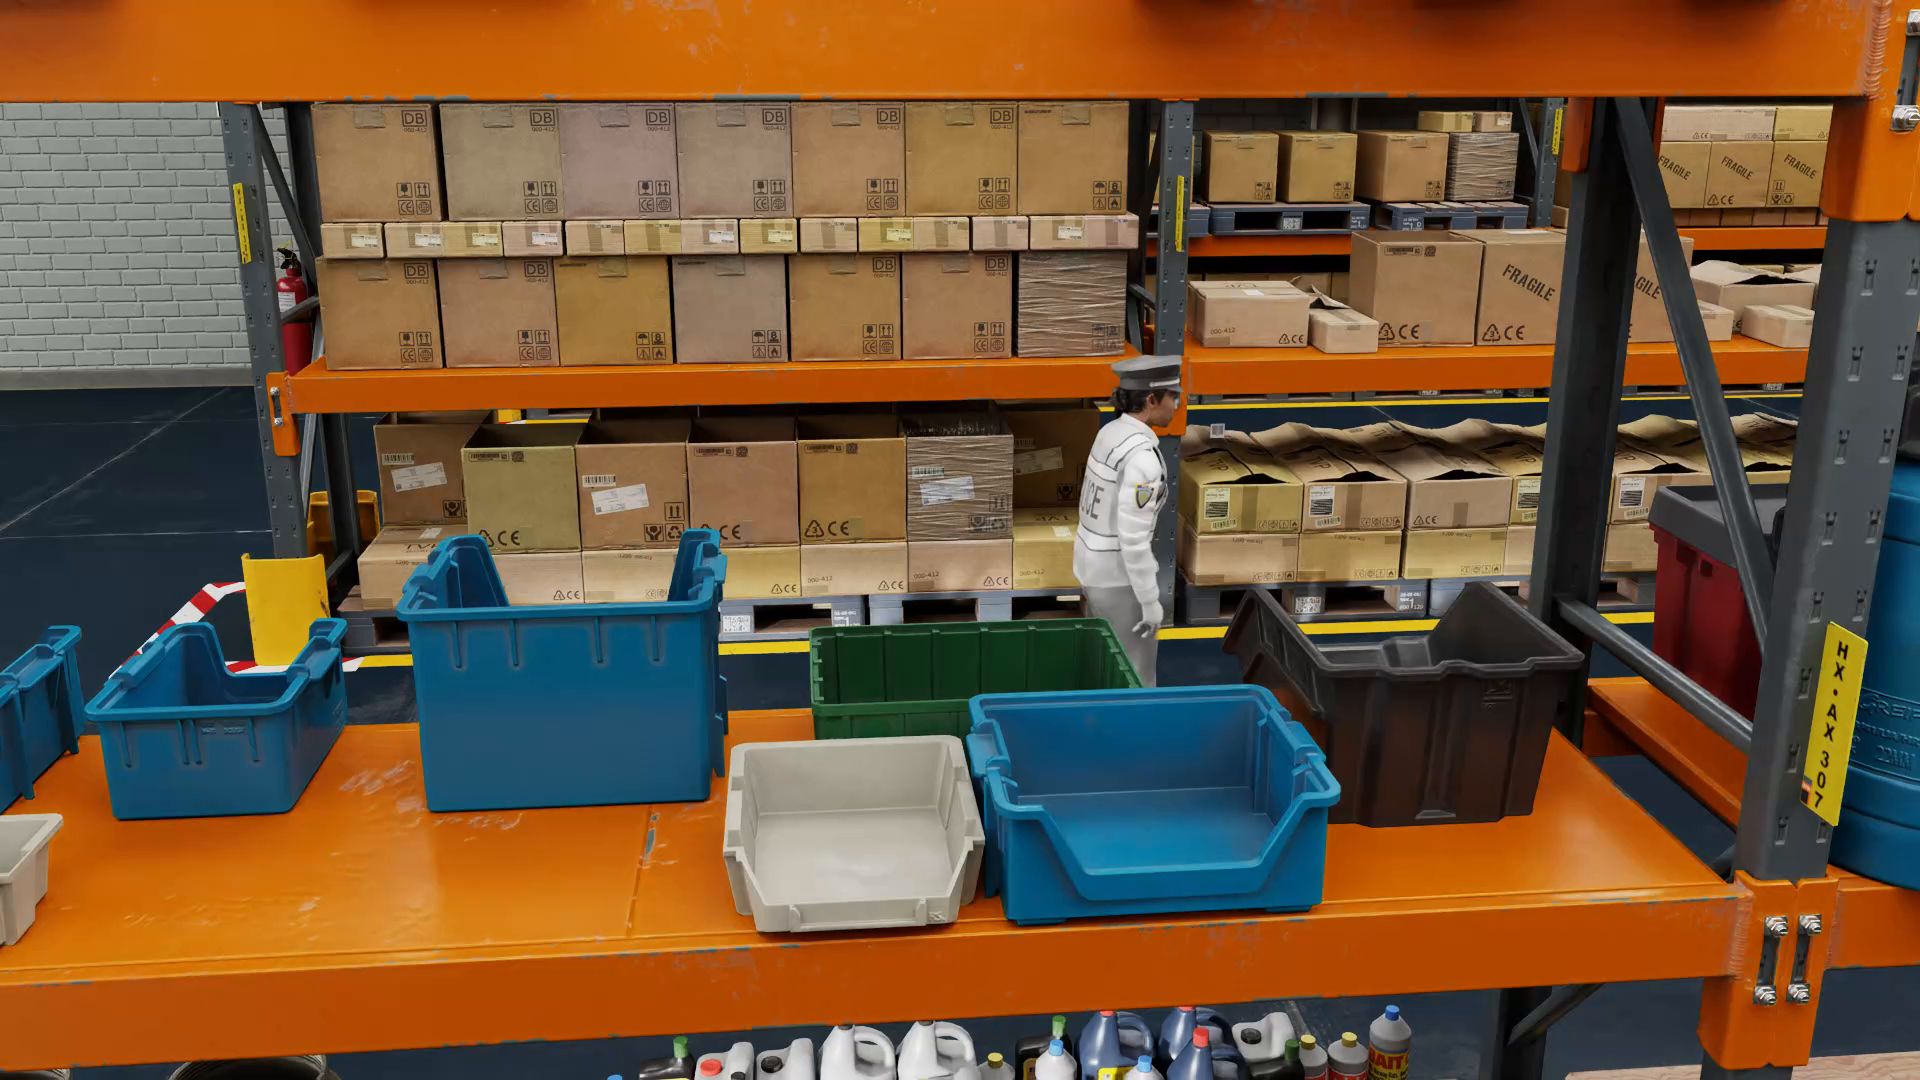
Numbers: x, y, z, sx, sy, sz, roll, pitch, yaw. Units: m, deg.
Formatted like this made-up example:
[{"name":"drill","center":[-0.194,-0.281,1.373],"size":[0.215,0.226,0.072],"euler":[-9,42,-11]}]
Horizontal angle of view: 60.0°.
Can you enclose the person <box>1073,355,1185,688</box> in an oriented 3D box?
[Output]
[{"name":"person","center":[0.605,0.160,6.009],"size":[0.378,1.663,0.538],"euler":[-2,17,-7]}]
